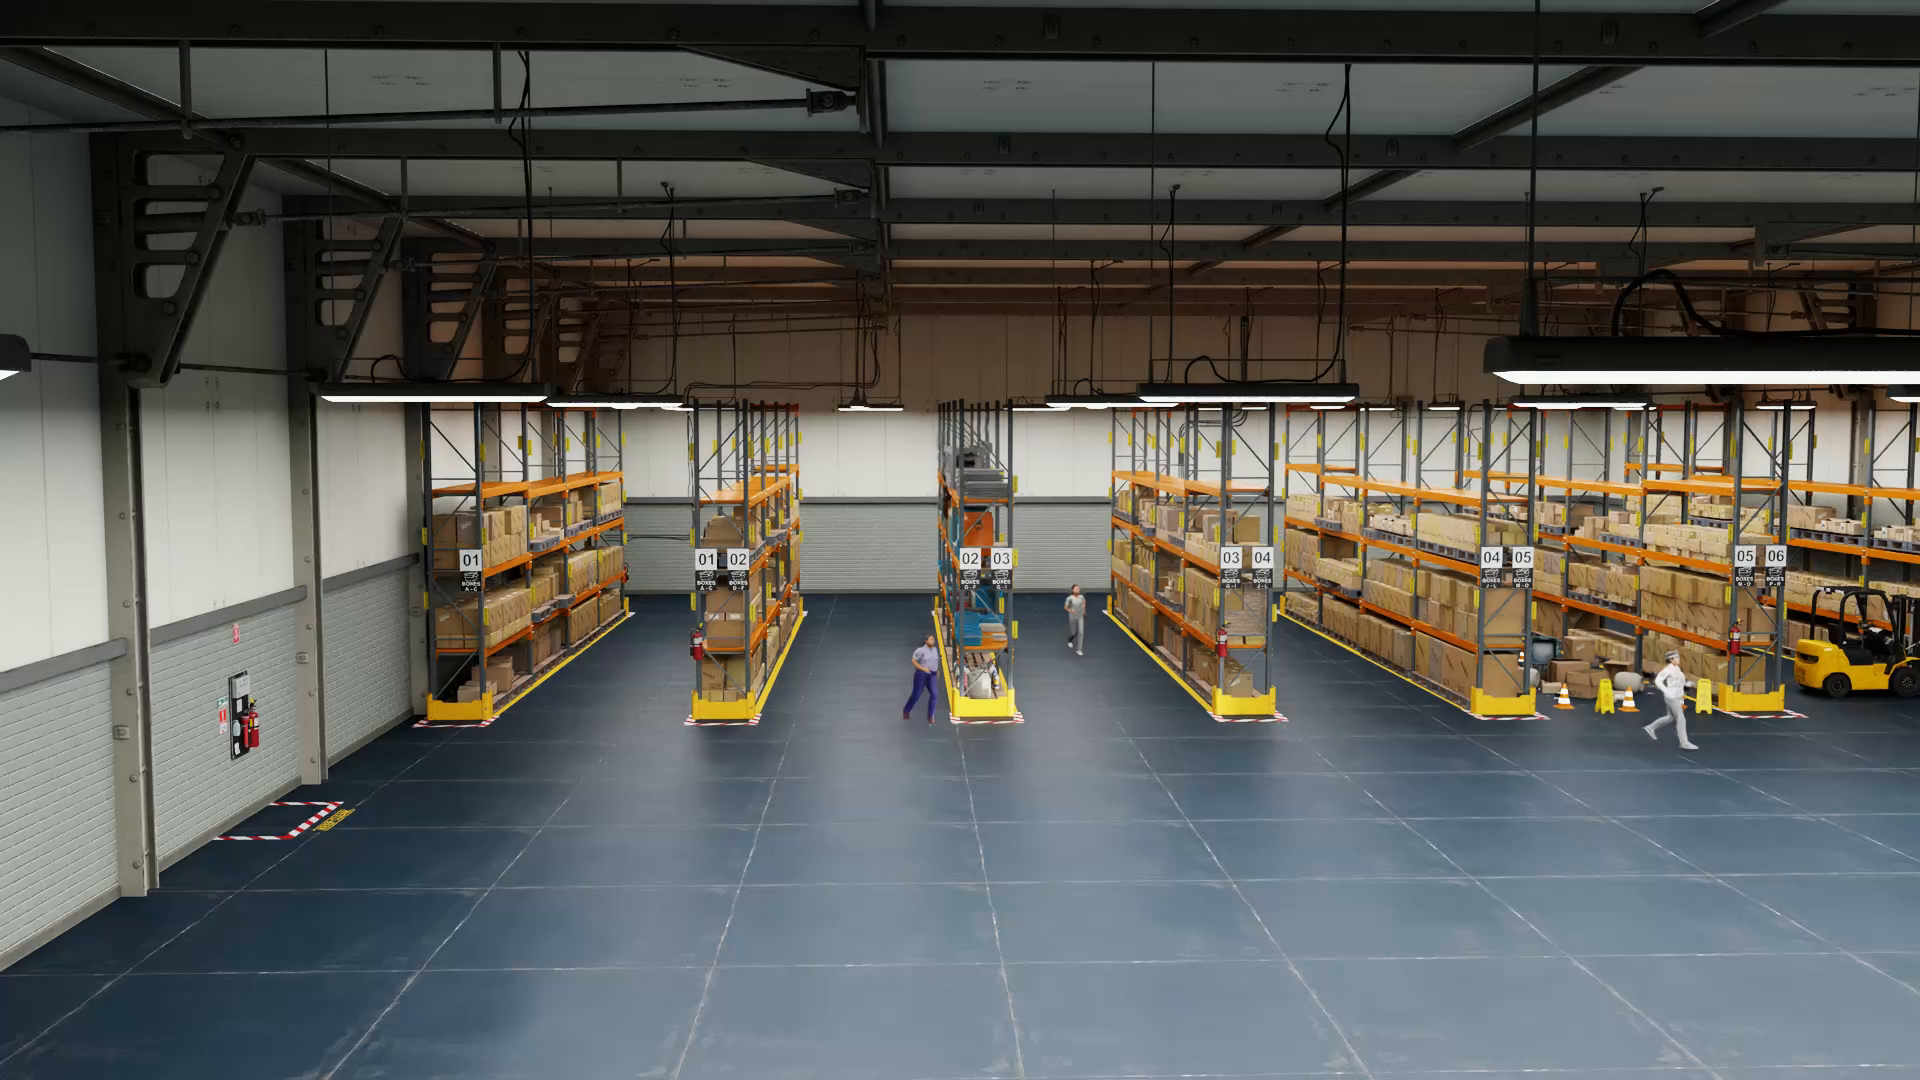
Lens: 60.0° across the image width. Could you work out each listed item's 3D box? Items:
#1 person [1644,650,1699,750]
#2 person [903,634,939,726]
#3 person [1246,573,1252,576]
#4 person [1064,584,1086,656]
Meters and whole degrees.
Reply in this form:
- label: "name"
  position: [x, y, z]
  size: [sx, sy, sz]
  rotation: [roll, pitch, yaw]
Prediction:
- label: "person"
  position: [12.188, 2.702, 28.462]
  size: [0.930, 1.673, 0.617]
  rotation: [4, 6, 39]
- label: "person"
  position: [-0.627, 2.583, 30.862]
  size: [0.697, 1.655, 0.827]
  rotation: [-3, 5, -33]
- label: "person"
  position: [8.021, 1.328, 46.833]
  size: [0.675, 1.659, 0.919]
  rotation: [1, 4, 7]
- label: "person"
  position: [2.761, 1.884, 39.681]
  size: [0.568, 1.672, 0.922]
  rotation: [-1, 4, -13]
